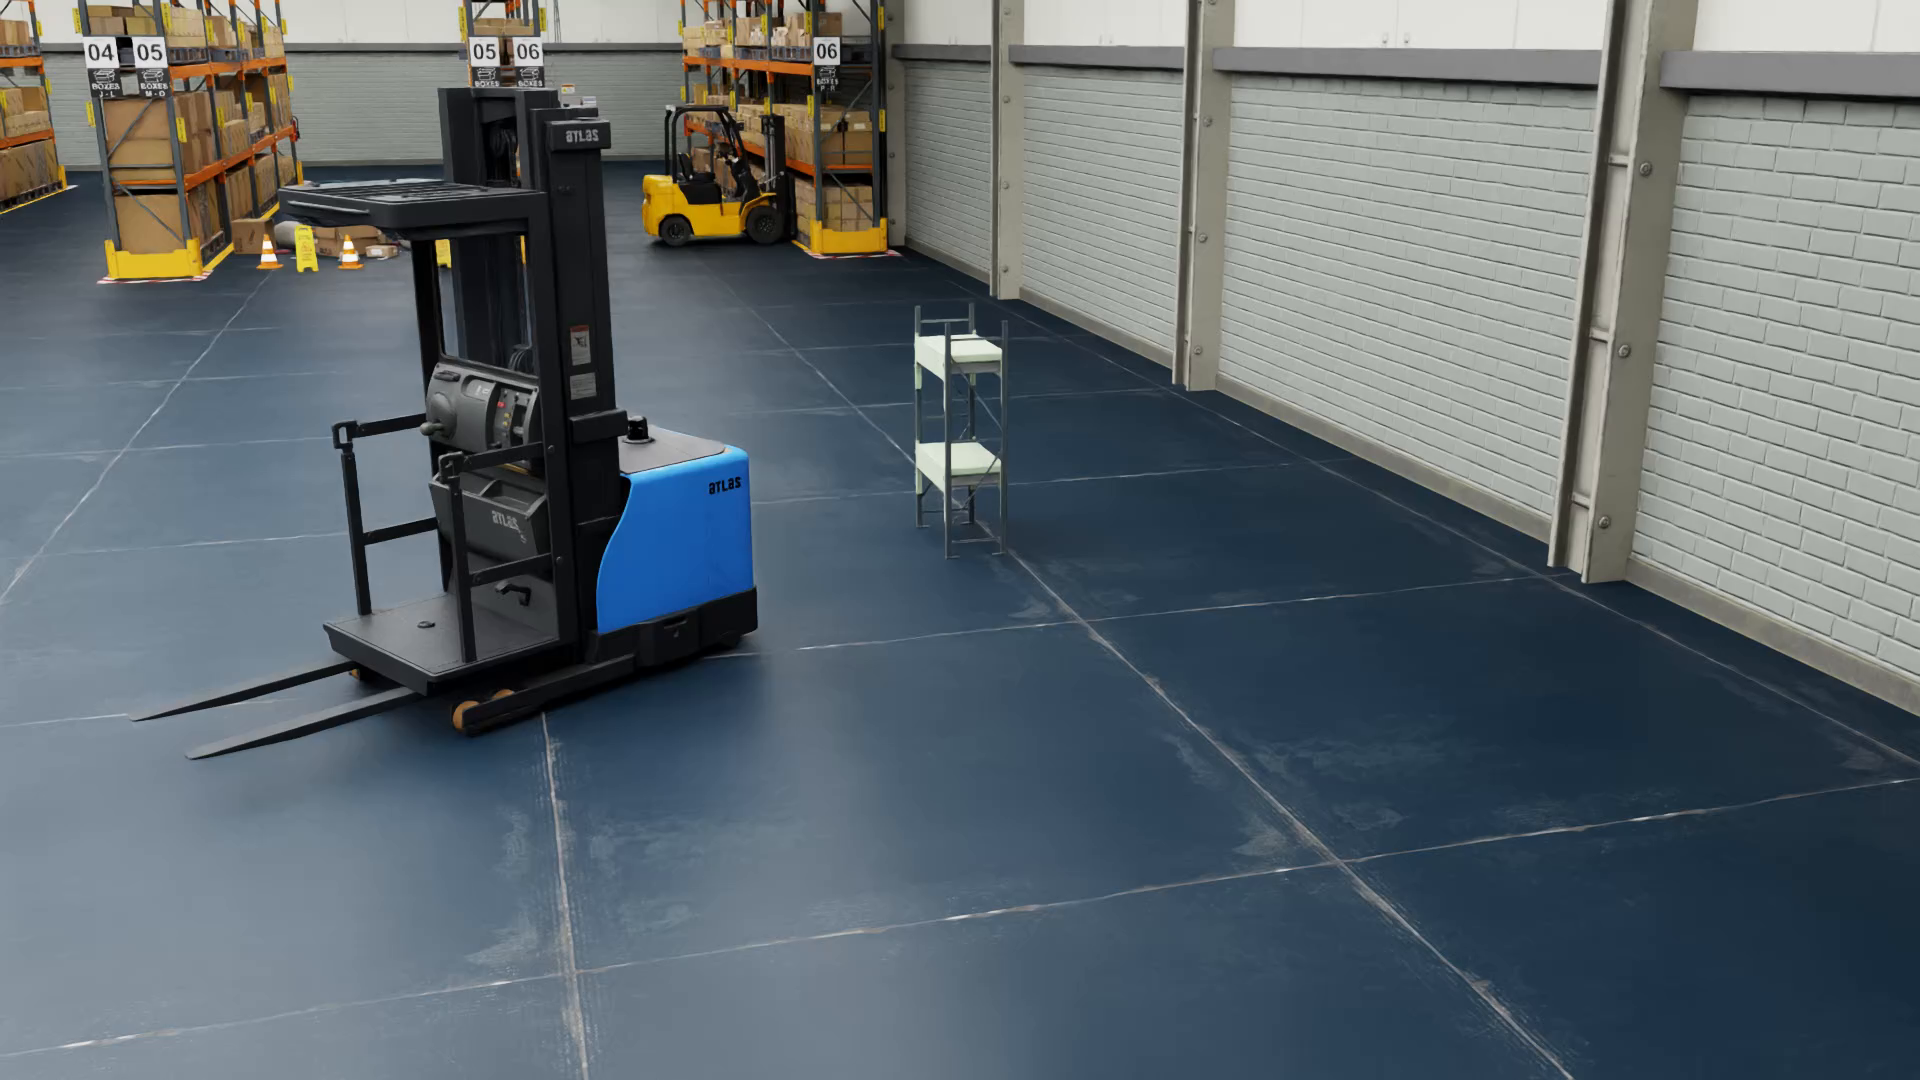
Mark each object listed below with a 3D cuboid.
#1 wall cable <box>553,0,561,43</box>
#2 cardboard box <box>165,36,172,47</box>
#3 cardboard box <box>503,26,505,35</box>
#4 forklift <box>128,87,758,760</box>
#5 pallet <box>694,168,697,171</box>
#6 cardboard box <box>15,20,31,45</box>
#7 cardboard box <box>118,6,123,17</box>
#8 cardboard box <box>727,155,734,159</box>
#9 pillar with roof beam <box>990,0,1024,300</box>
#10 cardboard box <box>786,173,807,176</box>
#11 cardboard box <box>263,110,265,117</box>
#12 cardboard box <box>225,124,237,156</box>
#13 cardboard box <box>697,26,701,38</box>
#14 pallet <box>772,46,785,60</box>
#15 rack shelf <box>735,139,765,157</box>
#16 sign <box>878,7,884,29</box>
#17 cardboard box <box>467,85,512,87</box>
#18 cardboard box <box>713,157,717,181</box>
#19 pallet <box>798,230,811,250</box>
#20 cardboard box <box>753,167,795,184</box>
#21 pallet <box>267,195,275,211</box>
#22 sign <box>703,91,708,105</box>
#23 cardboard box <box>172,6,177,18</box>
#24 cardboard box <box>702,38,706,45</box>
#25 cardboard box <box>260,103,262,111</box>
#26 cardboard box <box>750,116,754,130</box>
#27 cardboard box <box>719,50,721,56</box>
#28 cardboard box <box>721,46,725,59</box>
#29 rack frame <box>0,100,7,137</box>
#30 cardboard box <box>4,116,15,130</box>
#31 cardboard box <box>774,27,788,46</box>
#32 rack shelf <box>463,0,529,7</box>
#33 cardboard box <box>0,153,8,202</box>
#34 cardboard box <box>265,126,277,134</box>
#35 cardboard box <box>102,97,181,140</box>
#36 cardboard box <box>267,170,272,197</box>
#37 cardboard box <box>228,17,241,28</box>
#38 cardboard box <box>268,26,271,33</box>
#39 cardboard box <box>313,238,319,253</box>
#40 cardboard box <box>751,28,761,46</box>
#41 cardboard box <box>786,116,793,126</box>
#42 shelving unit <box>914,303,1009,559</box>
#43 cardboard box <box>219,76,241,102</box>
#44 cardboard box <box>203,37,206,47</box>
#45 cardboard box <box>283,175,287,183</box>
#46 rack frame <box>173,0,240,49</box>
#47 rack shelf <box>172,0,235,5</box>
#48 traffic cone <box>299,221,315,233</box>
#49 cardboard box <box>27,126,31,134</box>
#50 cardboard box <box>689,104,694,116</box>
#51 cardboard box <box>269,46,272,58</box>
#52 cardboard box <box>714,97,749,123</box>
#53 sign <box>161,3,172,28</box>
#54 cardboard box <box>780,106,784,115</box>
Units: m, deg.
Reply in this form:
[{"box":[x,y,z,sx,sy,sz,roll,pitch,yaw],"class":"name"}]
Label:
[{"box":[-9.327,-14.697,44.173,2.988,3.039,0.133,-5,17,-15],"class":"wall cable"},{"box":[-11.026,-6.827,22.784,0.380,0.149,0.250,-5,17,-15],"class":"cardboard box"},{"box":[-6.495,-7.442,24.349,0.380,0.149,0.250,-5,17,-15],"class":"cardboard box"},{"box":[-2.482,-0.641,7.992,1.130,2.935,3.031,15,22,41],"class":"forklift"},{"box":[-5.893,-8.803,39.891,1.003,0.211,1.213,-5,17,-15],"class":"pallet"},{"box":[-20.240,-10.797,35.390,0.700,0.500,0.500,-6,18,-19],"class":"cardboard box"},{"box":[-11.797,-7.295,22.957,0.380,0.149,0.250,-4,17,-14],"class":"cardboard box"},{"box":[-4.652,-7.967,34.749,0.380,0.149,0.250,-6,18,-18],"class":"cardboard box"},{"box":[-3.552,-7.091,18.917,9.100,9.000,0.400,-5,17,-15],"class":"pillar with roof beam"},{"box":[-2.874,-6.123,28.433,0.500,0.250,0.500,-5,17,-15],"class":"cardboard box"},{"box":[-14.239,-8.590,33.523,0.380,0.149,0.250,-4,17,-14],"class":"cardboard box"},{"box":[-12.500,-6.741,28.004,0.500,0.500,0.500,-5,17,-16],"class":"cardboard box"},{"box":[-5.553,-11.280,36.952,0.500,0.250,0.500,-5,17,-16],"class":"cardboard box"},{"box":[-2.577,-8.221,28.046,1.003,0.211,1.213,-5,17,-15],"class":"pallet"},{"box":[-3.386,-7.269,31.189,1.077,0.370,4.000,-5,17,-15],"class":"rack shelf"},{"box":[-1.202,-7.890,25.132,0.100,0.325,0.005,-5,17,-15],"class":"sign"},{"box":[-7.695,-7.198,27.270,0.700,0.500,0.500,-5,17,-16],"class":"cardboard box"},{"box":[-5.118,-8.126,36.405,0.500,0.500,0.500,-4,17,-13],"class":"cardboard box"},{"box":[-1.987,-4.827,26.654,1.003,0.211,1.213,-5,17,-15],"class":"pallet"},{"box":[-3.405,-6.691,31.411,0.875,0.625,0.625,-5,18,-18],"class":"cardboard box"},{"box":[-13.984,-6.572,32.464,1.003,0.211,1.213,-5,17,-15],"class":"pallet"},{"box":[-5.554,-9.643,36.336,0.100,0.325,0.005,-5,17,-15],"class":"sign"},{"box":[-11.233,-7.416,23.360,0.380,0.149,0.250,-5,17,-15],"class":"cardboard box"},{"box":[-5.297,-10.650,35.513,0.380,0.149,0.250,-5,17,-15],"class":"cardboard box"},{"box":[-14.165,-8.657,33.229,0.380,0.149,0.250,-5,17,-17],"class":"cardboard box"},{"box":[-3.621,-7.769,30.992,0.500,0.250,0.500,-4,17,-14],"class":"cardboard box"},{"box":[-5.418,-10.666,36.468,0.380,0.149,0.250,-5,17,-16],"class":"cardboard box"},{"box":[-4.587,-9.932,33.849,0.500,0.250,0.500,-5,17,-15],"class":"cardboard box"},{"box":[-19.335,-8.097,32.692,1.000,3.000,0.127,-5,17,-15],"class":"rack frame"},{"box":[-19.212,-8.318,33.172,0.500,0.250,0.500,-5,17,-16],"class":"cardboard box"},{"box":[-2.842,-8.454,27.920,0.500,0.311,0.500,-4,17,-14],"class":"cardboard box"},{"box":[-8.157,-9.557,29.073,1.077,0.370,4.000,-5,17,-15],"class":"rack shelf"},{"box":[-18.893,-6.858,31.531,1.225,0.875,0.875,-5,18,-17],"class":"cardboard box"},{"box":[-14.301,-8.445,34.288,0.380,0.149,0.250,-4,17,-13],"class":"cardboard box"},{"box":[-11.305,-5.836,23.029,0.875,0.550,0.550,-5,17,-15],"class":"cardboard box"},{"box":[-13.815,-6.996,32.642,0.500,0.500,0.500,-5,17,-16],"class":"cardboard box"},{"box":[-13.427,-9.482,30.585,0.396,0.266,0.258,-5,17,-15],"class":"cardboard box"},{"box":[-14.700,-10.723,34.920,0.380,0.149,0.250,-4,17,-12],"class":"cardboard box"},{"box":[-10.096,-4.609,25.833,0.396,0.266,0.258,-2,17,-6],"class":"cardboard box"},{"box":[-3.480,-9.097,30.059,0.500,0.311,0.500,-5,18,-17],"class":"cardboard box"},{"box":[-2.677,-6.954,27.587,0.380,0.149,0.250,-5,18,-17],"class":"cardboard box"},{"box":[0.002,-0.716,10.730,0.431,1.500,0.755,-5,17,-15],"class":"shelving unit"},{"box":[-14.927,-9.239,34.065,0.500,0.500,0.500,-5,18,-17],"class":"cardboard box"},{"box":[-11.932,-7.738,25.816,0.380,0.149,0.250,-5,17,-15],"class":"cardboard box"},{"box":[-14.725,-7.778,35.858,0.380,0.149,0.250,-5,17,-17],"class":"cardboard box"},{"box":[-13.439,-10.227,29.358,1.000,3.000,0.127,-5,17,-15],"class":"rack frame"},{"box":[-12.889,-9.138,27.677,1.077,0.370,4.000,-5,17,-15],"class":"rack shelf"},{"box":[-11.256,-5.523,28.535,0.336,0.463,0.334,-5,17,-15],"class":"traffic cone"},{"box":[-19.526,-8.515,34.523,0.380,0.149,0.250,-5,17,-17],"class":"cardboard box"},{"box":[-6.130,-10.164,39.320,0.500,0.250,0.500,-5,17,-15],"class":"cardboard box"},{"box":[-14.558,-10.112,34.449,0.500,0.250,0.500,-5,17,-16],"class":"cardboard box"},{"box":[-4.759,-9.011,34.832,0.700,0.500,0.500,-5,17,-16],"class":"cardboard box"},{"box":[-10.705,-7.077,22.426,0.100,0.325,0.005,-5,17,-15],"class":"sign"},{"box":[-2.824,-7.236,28.008,0.380,0.149,0.250,-4,17,-14],"class":"cardboard box"}]
